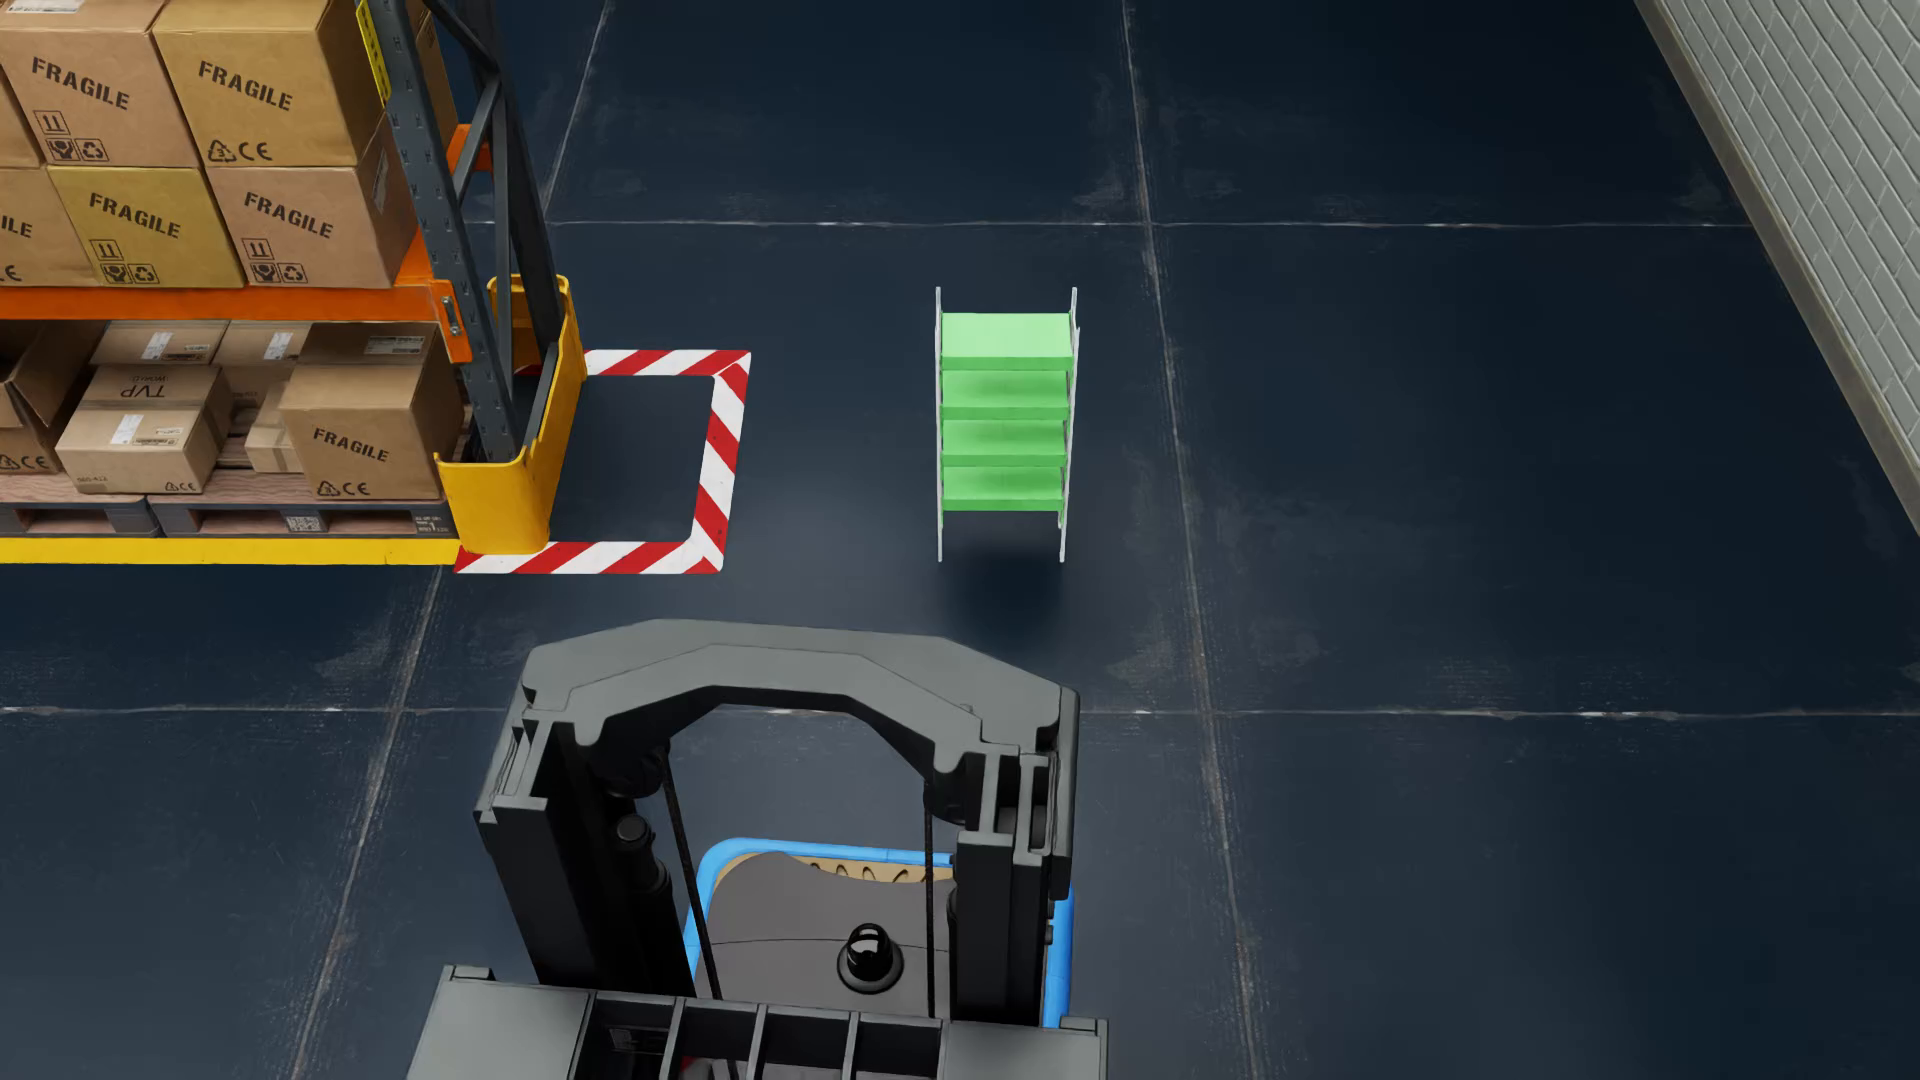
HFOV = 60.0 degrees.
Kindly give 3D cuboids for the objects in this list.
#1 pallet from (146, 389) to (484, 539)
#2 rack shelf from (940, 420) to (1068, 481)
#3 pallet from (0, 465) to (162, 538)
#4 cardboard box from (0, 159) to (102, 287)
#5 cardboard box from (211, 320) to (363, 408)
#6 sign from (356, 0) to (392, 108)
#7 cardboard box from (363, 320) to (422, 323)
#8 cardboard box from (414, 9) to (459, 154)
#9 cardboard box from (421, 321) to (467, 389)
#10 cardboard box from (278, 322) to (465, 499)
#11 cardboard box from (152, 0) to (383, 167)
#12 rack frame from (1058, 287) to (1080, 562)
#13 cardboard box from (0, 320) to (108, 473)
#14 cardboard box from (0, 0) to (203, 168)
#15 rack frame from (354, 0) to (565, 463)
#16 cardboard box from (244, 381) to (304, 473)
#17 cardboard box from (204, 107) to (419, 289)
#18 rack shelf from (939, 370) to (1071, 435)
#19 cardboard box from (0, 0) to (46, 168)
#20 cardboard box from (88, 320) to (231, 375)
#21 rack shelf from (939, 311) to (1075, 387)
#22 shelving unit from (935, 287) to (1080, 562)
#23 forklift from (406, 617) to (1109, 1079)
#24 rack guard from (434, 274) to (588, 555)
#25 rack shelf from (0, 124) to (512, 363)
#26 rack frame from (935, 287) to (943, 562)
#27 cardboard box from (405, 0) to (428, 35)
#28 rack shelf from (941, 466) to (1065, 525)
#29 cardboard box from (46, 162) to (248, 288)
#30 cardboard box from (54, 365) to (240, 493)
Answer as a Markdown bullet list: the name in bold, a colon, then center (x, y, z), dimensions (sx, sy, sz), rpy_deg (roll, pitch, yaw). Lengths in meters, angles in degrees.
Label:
- **pallet**: center (-2.639, -0.443, 7.018), dimensions (1.213, 0.211, 1.003), rpy_deg (0, 47, 0)
- **rack shelf**: center (0.166, -0.365, 6.357), dimensions (0.480, 0.148, 0.258), rpy_deg (0, 47, 0)
- **pallet**: center (-3.856, -0.448, 7.023), dimensions (1.213, 0.211, 1.003), rpy_deg (0, 47, 0)
- **cardboard box**: center (-3.233, -1.232, 5.779), dimensions (0.500, 0.500, 0.500), rpy_deg (0, 47, 0)
- **cardboard box**: center (-2.809, -0.815, 7.037), dimensions (0.500, 0.250, 0.500), rpy_deg (0, 47, 0)
- **sign**: center (-1.788, -1.487, 5.078), dimensions (0.005, 0.325, 0.100), rpy_deg (0, 47, 0)
- **cardboard box**: center (-2.433, -0.829, 7.108), dimensions (0.250, 0.166, 0.380), rpy_deg (0, 47, 0)
- **cardboard box**: center (-2.209, -1.620, 6.140), dimensions (0.500, 0.500, 0.500), rpy_deg (1, 47, 1)
- **cardboard box**: center (-2.183, -0.823, 7.114), dimensions (0.250, 0.149, 0.380), rpy_deg (0, 47, 0)
- **cardboard box**: center (-2.311, -0.511, 6.583), dimensions (0.500, 0.500, 0.500), rpy_deg (0, 47, 0)
- **cardboard box**: center (-2.212, -1.566, 5.407), dimensions (0.500, 0.500, 0.500), rpy_deg (0, 47, 0)
- **rack frame**: center (0.410, -0.408, 6.310), dimensions (0.015, 1.200, 0.240), rpy_deg (0, 47, 0)
- **cardboard box**: center (-3.887, -0.700, 6.758), dimensions (0.637, 0.503, 0.797), rpy_deg (0, 47, 0)
- **cardboard box**: center (-2.717, -1.567, 5.408), dimensions (0.500, 0.500, 0.500), rpy_deg (1, 47, 1)
- **rack frame**: center (-1.766, -1.391, 5.996), dimensions (0.127, 3.000, 1.000), rpy_deg (0, 47, 0)
- **cardboard box**: center (-2.715, -0.464, 6.768), dimensions (0.250, 0.166, 0.380), rpy_deg (0, 47, 0)
- **cardboard box**: center (-2.215, -1.227, 5.775), dimensions (0.500, 0.500, 0.500), rpy_deg (1, 47, 1)
- **rack shelf**: center (0.166, -0.528, 6.181), dimensions (0.480, 0.148, 0.258), rpy_deg (0, 47, 0)
- **cardboard box**: center (-3.236, -1.565, 5.406), dimensions (0.500, 0.500, 0.500), rpy_deg (1, 47, 1)
- **cardboard box**: center (-3.309, -0.816, 7.039), dimensions (0.500, 0.250, 0.500), rpy_deg (0, 47, 0)
- **rack shelf**: center (0.166, -0.692, 6.006), dimensions (0.480, 0.148, 0.258), rpy_deg (0, 47, 0)
- **shelving unit**: center (0.166, -0.408, 6.310), dimensions (0.503, 1.200, 0.258), rpy_deg (0, 47, 0)
- **forklift**: center (-0.329, 1.648, 3.214), dimensions (1.130, 2.935, 3.031), rpy_deg (4, 47, 4)
- **rack guard**: center (-1.842, -0.540, 6.911), dimensions (0.348, 0.500, 1.175), rpy_deg (0, 47, 0)
- **rack shelf**: center (-3.766, -1.152, 6.264), dimensions (4.000, 0.370, 1.077), rpy_deg (0, 47, 0)
- **rack frame**: center (-0.078, -0.409, 6.311), dimensions (0.015, 1.200, 0.240), rpy_deg (0, 47, 0)
- **cardboard box**: center (-2.209, -1.960, 5.774), dimensions (0.500, 0.500, 0.500), rpy_deg (1, 47, 1)
- **rack shelf**: center (0.166, -0.201, 6.533), dimensions (0.480, 0.148, 0.258), rpy_deg (0, 47, 0)
- **cardboard box**: center (-2.734, -1.226, 5.774), dimensions (0.500, 0.500, 0.500), rpy_deg (1, 47, 0)
- **cardboard box**: center (-3.261, -0.450, 6.698), dimensions (0.500, 0.250, 0.500), rpy_deg (0, 47, 0)
